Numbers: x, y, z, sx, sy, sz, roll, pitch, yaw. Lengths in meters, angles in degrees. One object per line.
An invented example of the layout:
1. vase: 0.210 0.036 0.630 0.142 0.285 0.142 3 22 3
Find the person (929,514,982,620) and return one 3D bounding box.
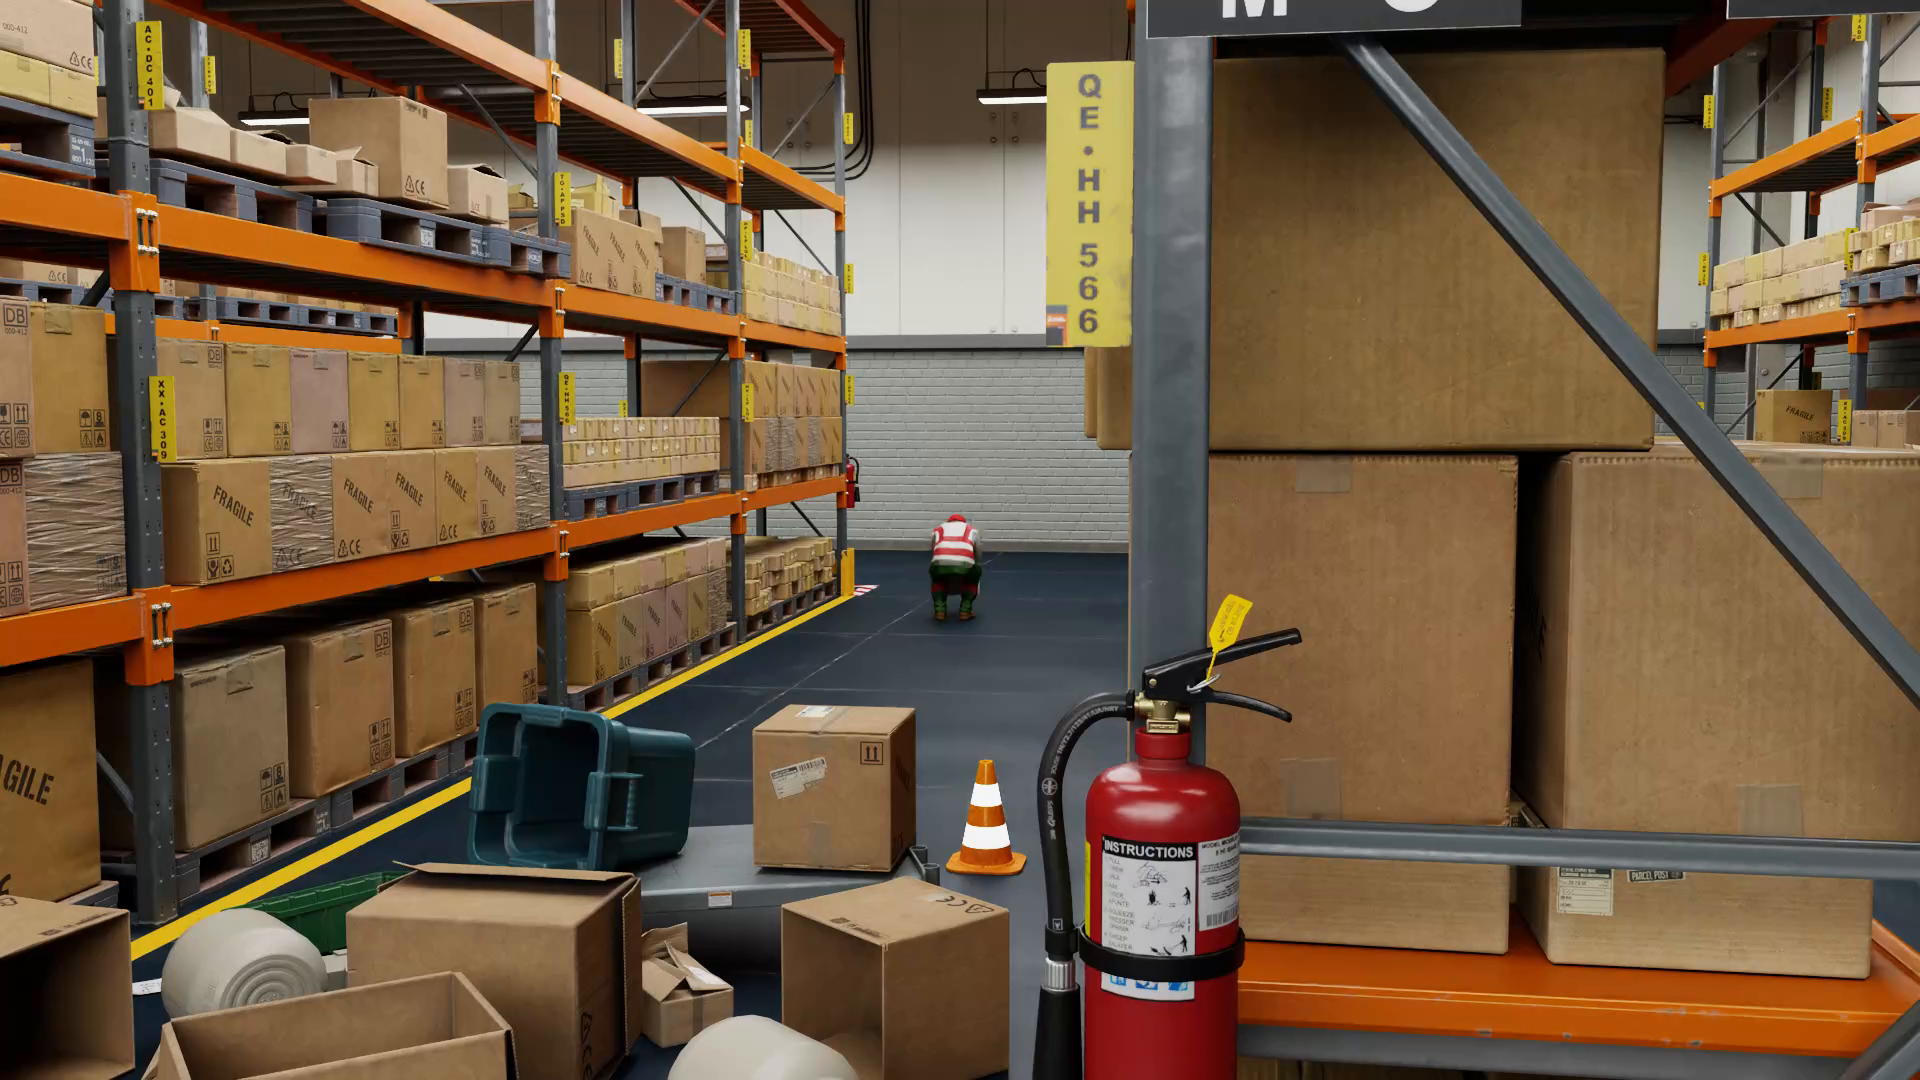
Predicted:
1. person: -0.043 0.265 16.221 0.523 0.990 0.912 1 4 7
